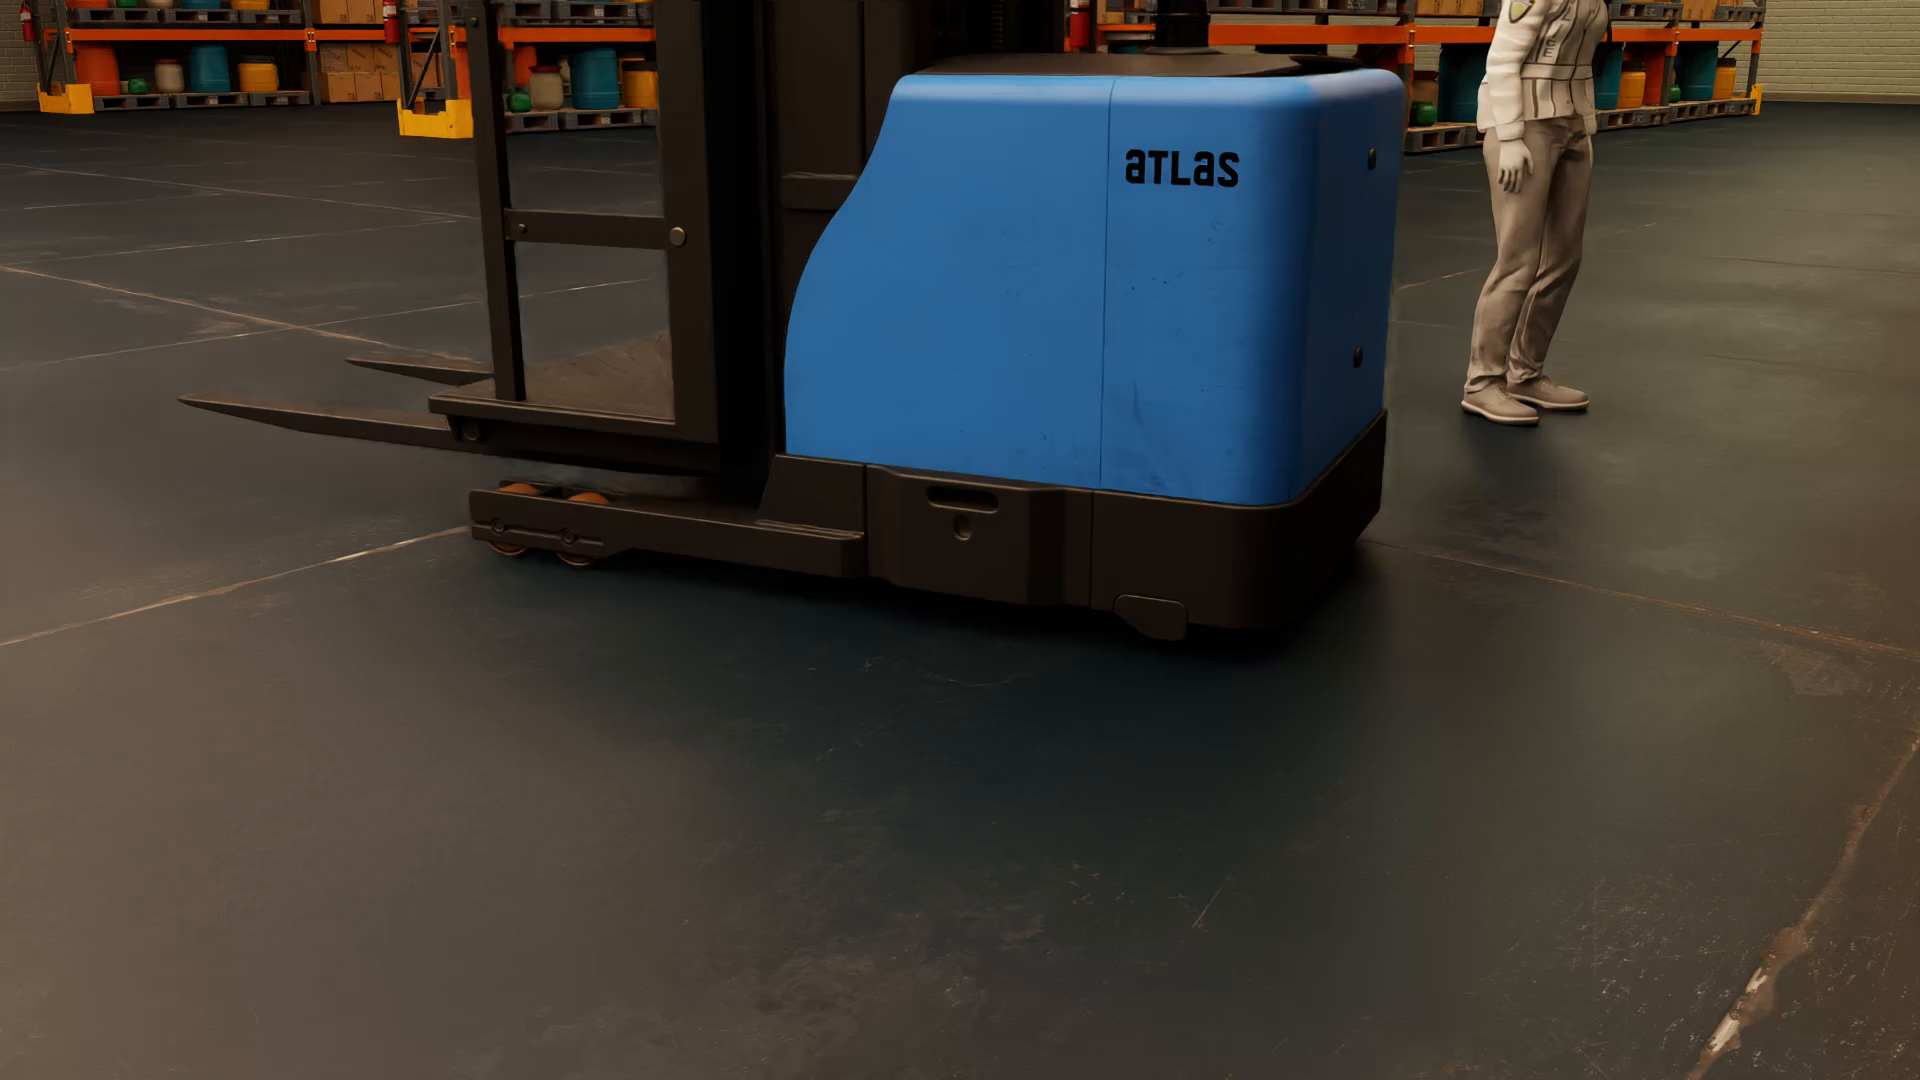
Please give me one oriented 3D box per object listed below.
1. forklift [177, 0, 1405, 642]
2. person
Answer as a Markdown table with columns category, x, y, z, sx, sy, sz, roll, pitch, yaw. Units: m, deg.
| category | x | y | z | sx | sy | sz | roll | pitch | yaw |
| --- | --- | --- | --- | --- | --- | --- | --- | --- | --- |
| forklift | -0.565 | -1.473 | 3.747 | 3.031 | 2.935 | 1.130 | 7 | 18 | 23 |
| person | 1.796 | -1.219 | 5.099 | 0.530 | 1.662 | 0.376 | -15 | 22 | -40 |
